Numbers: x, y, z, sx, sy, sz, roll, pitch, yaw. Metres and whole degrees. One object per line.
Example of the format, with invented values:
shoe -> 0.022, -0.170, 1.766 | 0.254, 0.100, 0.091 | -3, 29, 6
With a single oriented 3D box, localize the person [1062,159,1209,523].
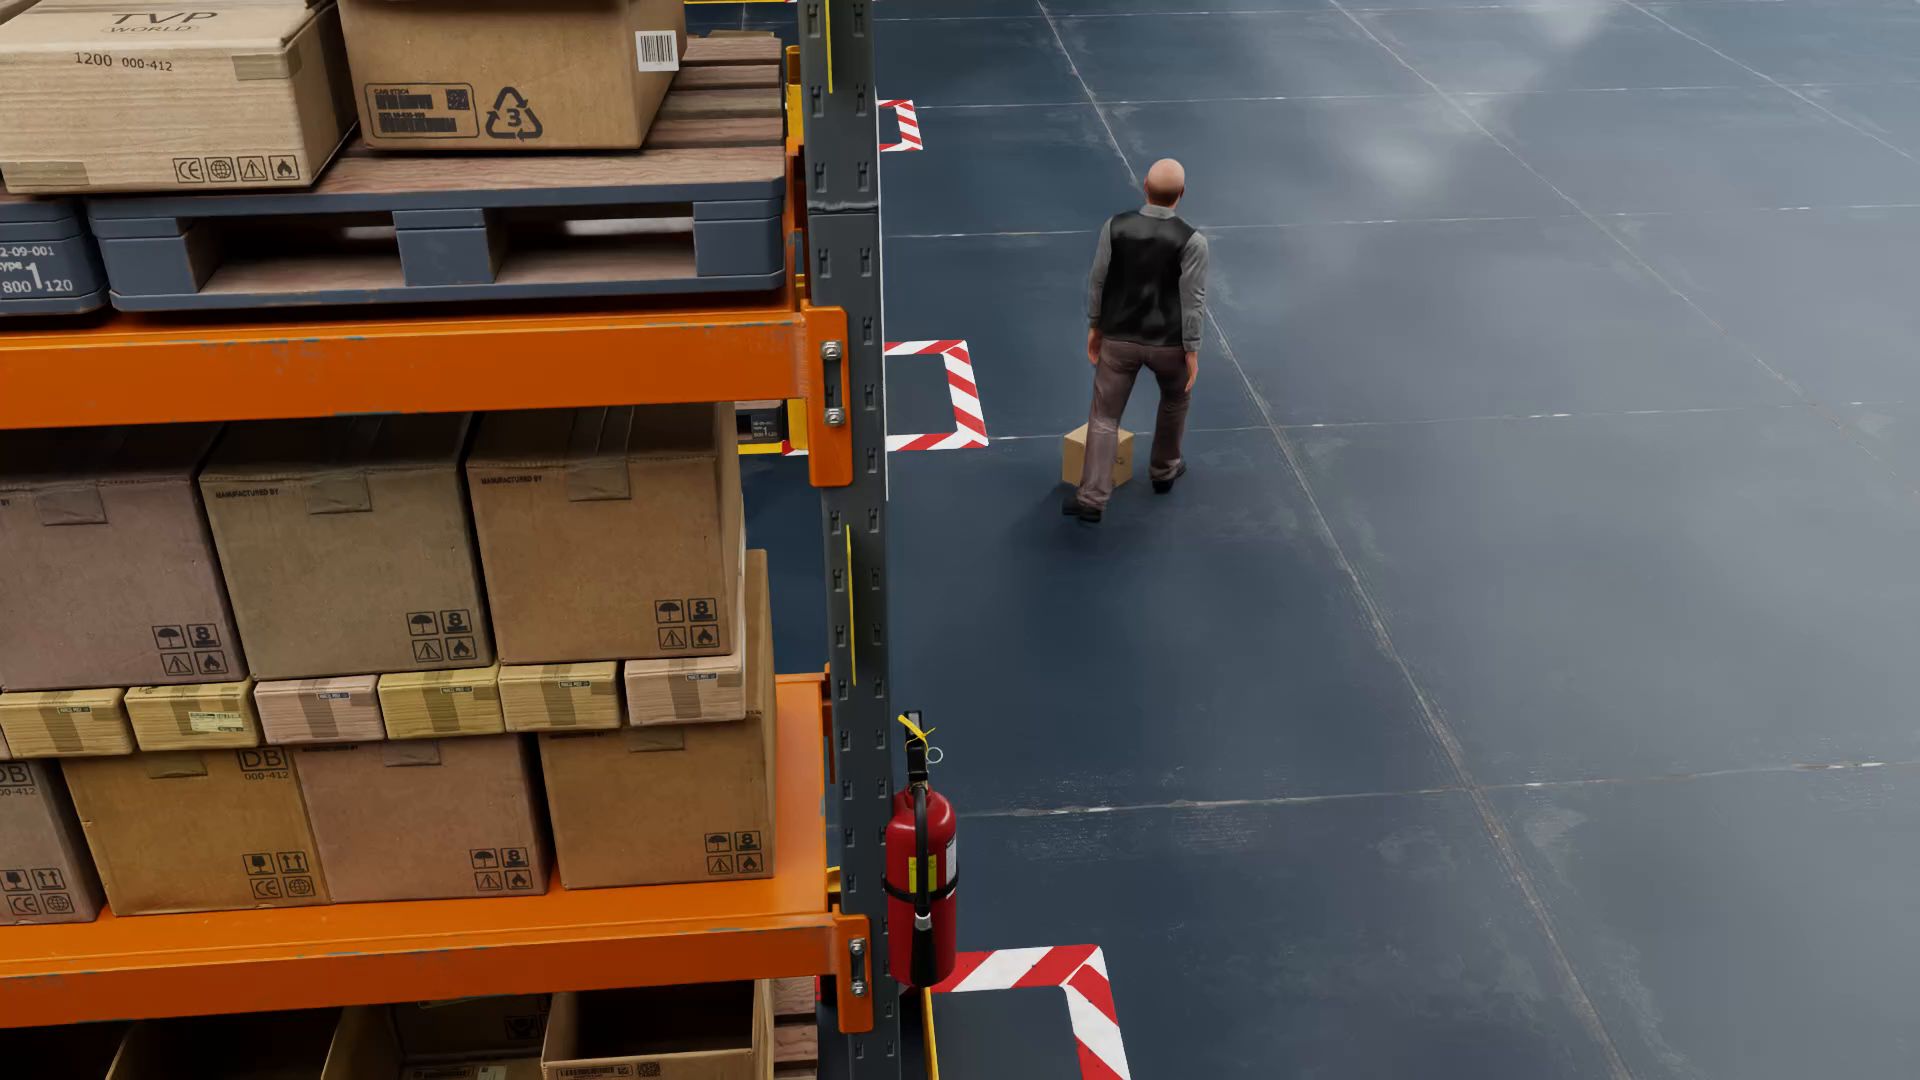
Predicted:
person -> 0.833, -0.855, 7.705 | 0.564, 1.580, 0.919 | 9, 32, 15
